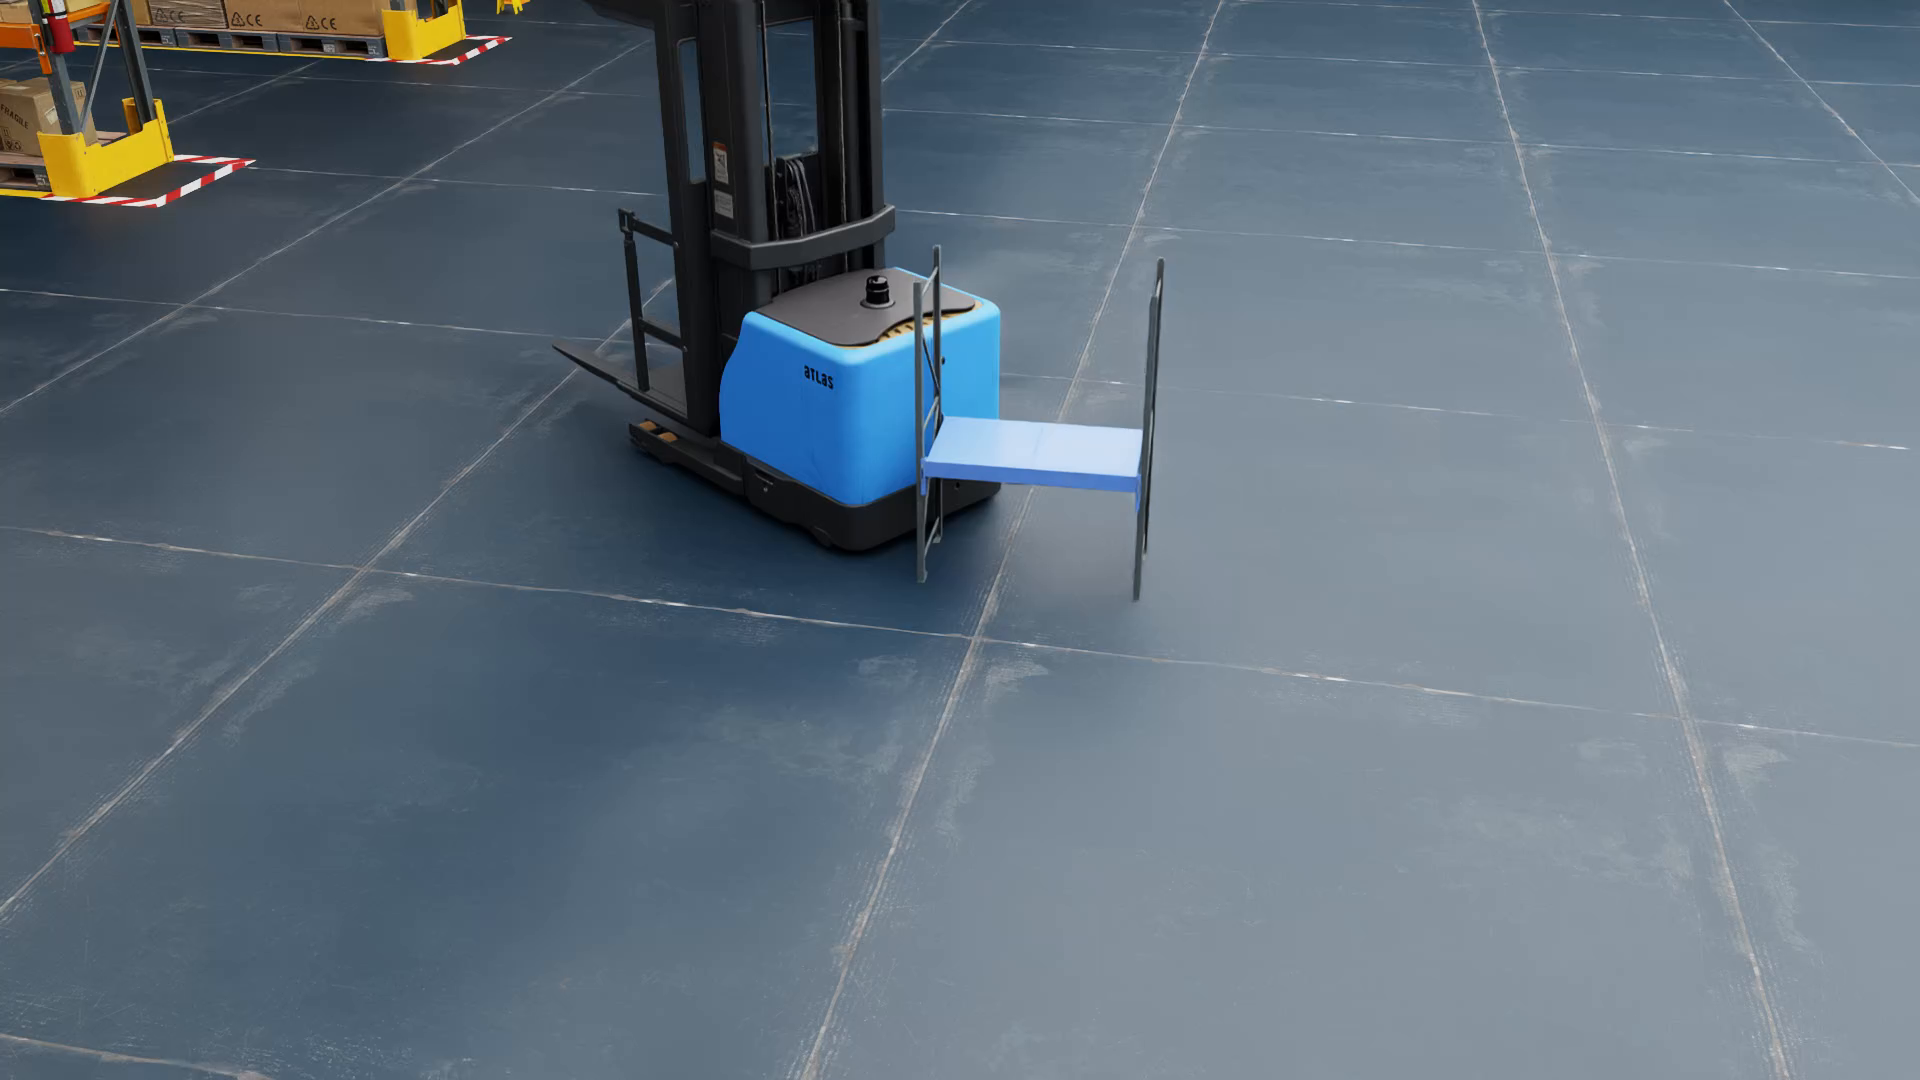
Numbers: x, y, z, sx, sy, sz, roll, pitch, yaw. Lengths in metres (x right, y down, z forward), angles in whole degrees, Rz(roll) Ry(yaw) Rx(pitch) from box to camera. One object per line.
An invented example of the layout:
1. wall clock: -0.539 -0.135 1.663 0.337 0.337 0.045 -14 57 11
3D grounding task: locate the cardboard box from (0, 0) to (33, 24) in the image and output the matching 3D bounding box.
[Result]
1. cardboard box: -7.218 -4.131 12.933 0.250 0.149 0.380 6 29 11

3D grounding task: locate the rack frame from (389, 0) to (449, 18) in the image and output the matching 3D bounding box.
1. rack frame: -5.762 -6.628 17.234 0.127 3.000 1.000 6 29 11

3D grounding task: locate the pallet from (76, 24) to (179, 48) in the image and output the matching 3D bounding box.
1. pallet: -8.946 -5.693 18.429 1.213 0.211 1.003 6 29 11

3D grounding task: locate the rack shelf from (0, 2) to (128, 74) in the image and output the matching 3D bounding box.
1. rack shelf: -8.852 -4.194 13.536 4.000 0.370 1.077 6 29 11

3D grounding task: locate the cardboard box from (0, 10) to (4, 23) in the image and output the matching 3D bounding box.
1. cardboard box: -7.462 -4.156 12.979 0.250 0.149 0.380 6 29 11

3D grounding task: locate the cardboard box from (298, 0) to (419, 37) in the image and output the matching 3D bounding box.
1. cardboard box: -6.439 -5.917 17.710 0.875 0.875 0.875 6 29 11

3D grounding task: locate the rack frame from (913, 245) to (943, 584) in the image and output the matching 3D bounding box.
1. rack frame: -0.144 -0.568 7.725 0.032 1.500 0.500 5 29 8

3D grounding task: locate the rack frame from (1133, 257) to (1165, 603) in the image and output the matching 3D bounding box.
1. rack frame: 0.859 -0.486 7.575 0.032 1.500 0.500 5 29 8

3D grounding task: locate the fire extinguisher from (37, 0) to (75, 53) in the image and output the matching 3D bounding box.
1. fire extinguisher: -6.880 -4.047 12.600 0.183 0.674 0.296 6 29 11

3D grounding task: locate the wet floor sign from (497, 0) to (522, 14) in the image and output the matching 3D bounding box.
1. wet floor sign: -5.320 -6.523 19.492 0.232 0.644 0.267 1 29 2

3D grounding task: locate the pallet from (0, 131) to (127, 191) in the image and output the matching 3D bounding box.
1. pallet: -7.758 -3.192 13.860 1.213 0.211 1.003 6 29 11

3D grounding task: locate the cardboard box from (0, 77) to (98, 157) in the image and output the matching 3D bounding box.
1. cardboard box: -7.503 -3.467 13.625 0.500 0.500 0.500 11 31 20

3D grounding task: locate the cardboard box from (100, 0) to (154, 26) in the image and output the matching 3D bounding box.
1. cardboard box: -9.073 -6.186 18.200 0.875 0.875 0.875 6 29 11

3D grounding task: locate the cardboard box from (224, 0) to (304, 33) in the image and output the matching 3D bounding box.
1. cardboard box: -7.300 -6.005 17.870 0.875 0.875 0.875 5 29 10

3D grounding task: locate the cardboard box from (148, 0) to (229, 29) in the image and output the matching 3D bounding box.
1. cardboard box: -8.191 -6.097 18.039 0.875 0.875 0.875 6 29 11

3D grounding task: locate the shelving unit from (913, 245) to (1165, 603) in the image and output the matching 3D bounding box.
1. shelving unit: 0.357 -0.527 7.650 1.048 1.500 0.538 5 29 8

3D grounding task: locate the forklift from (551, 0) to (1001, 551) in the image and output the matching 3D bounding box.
1. forklift: -1.165 -1.851 8.579 1.130 2.935 3.031 -24 37 -37

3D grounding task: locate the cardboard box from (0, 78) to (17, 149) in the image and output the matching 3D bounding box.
1. cardboard box: -8.095 -3.511 13.706 0.500 0.500 0.500 14 32 24

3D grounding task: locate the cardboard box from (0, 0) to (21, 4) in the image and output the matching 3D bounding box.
1. cardboard box: -7.428 -4.551 13.026 0.500 0.500 0.875 6 29 11

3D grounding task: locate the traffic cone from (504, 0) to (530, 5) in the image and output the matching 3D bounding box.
1. traffic cone: -5.416 -6.732 20.065 0.334 0.463 0.336 6 29 11

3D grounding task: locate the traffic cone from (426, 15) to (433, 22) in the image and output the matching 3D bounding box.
1. traffic cone: -5.984 -6.236 19.158 0.334 0.463 0.336 6 29 11

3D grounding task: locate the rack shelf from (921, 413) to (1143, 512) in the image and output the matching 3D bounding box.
1. rack shelf: 0.357 -0.369 7.736 1.000 0.185 0.538 5 29 8

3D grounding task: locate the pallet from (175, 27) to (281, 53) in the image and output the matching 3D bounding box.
1. pallet: -7.749 -5.572 18.208 1.213 0.211 1.003 6 29 11

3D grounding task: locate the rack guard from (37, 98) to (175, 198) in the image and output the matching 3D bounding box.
1. rack guard: -6.971 -3.220 13.611 0.348 0.500 1.175 6 29 11

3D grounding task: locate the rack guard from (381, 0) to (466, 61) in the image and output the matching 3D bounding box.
1. rack guard: -5.738 -5.529 17.829 0.348 0.500 1.175 6 29 11

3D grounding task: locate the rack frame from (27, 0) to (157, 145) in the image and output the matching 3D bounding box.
1. rack frame: -6.896 -4.309 12.997 0.127 3.000 1.000 6 29 11

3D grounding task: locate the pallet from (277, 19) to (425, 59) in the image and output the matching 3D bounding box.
1. pallet: -6.560 -5.449 17.983 1.213 0.211 1.003 6 29 11

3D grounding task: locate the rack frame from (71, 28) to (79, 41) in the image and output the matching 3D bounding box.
1. rack frame: -9.673 -7.029 17.966 0.127 3.000 1.000 6 29 11

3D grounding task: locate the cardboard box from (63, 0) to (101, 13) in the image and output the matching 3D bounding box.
1. cardboard box: -7.125 -4.339 13.314 0.250 0.149 0.380 6 29 11
